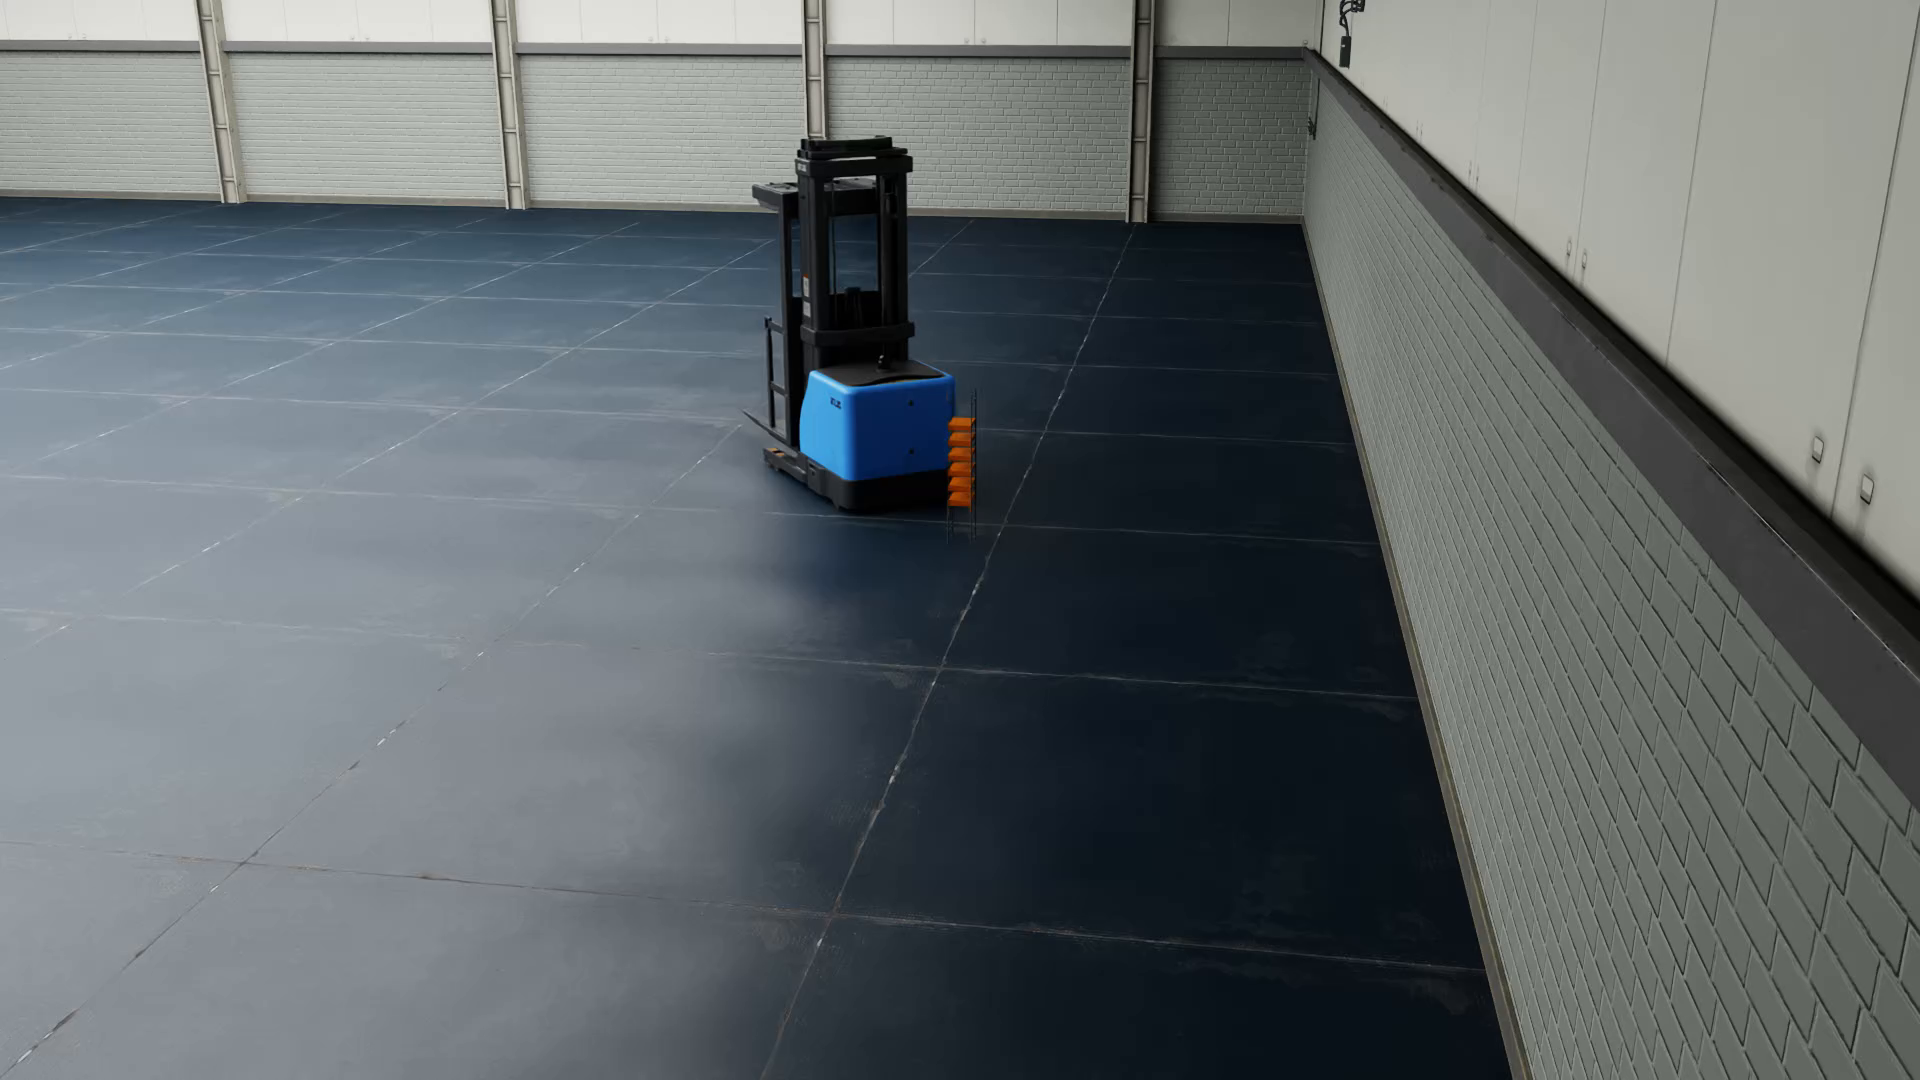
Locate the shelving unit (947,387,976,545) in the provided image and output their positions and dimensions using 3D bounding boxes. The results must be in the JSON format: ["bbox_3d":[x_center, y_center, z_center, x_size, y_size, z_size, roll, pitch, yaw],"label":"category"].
[{"bbox_3d":[0.014,-0.568,12.878,0.189,1.200,0.258,3,19,9],"label":"shelving unit"}]

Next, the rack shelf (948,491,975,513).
[{"bbox_3d":[0.014,-0.299,12.968,0.180,0.103,0.258,3,19,9],"label":"rack shelf"}]

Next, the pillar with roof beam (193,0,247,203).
[{"bbox_3d":[-15.201,-9.685,27.834,0.400,9.000,9.100,3,19,9],"label":"pillar with roof beam"}]

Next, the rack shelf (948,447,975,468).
[{"bbox_3d":[0.014,-0.640,12.854,0.180,0.103,0.258,3,19,9],"label":"rack shelf"}]

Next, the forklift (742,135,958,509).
[{"bbox_3d":[-1.130,-2.064,14.619,1.130,2.935,3.031,-9,21,-25],"label":"forklift"}]

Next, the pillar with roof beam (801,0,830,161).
[{"bbox_3d":[-3.353,-9.081,26.029,0.400,9.000,9.100,3,19,9],"label":"pillar with roof beam"}]

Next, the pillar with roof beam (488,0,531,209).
[{"bbox_3d":[-9.277,-9.383,26.932,0.400,9.000,9.100,3,19,9],"label":"pillar with roof beam"}]

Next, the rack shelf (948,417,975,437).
[{"bbox_3d":[0.014,-0.868,12.777,0.180,0.103,0.258,3,19,9],"label":"rack shelf"}]

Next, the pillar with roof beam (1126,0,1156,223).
[{"bbox_3d":[2.571,-8.779,25.127,0.400,9.000,9.100,3,19,9],"label":"pillar with roof beam"}]

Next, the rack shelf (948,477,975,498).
[{"bbox_3d":[0.014,-0.412,12.930,0.180,0.103,0.258,3,19,9],"label":"rack shelf"}]

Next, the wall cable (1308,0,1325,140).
[{"bbox_3d":[5.953,-8.093,27.969,0.112,2.526,3.097,3,19,9],"label":"wall cable"}]

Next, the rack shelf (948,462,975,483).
[{"bbox_3d":[0.014,-0.526,12.892,0.180,0.103,0.258,3,19,9],"label":"rack shelf"}]

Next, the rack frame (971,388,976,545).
[{"bbox_3d":[0.105,-0.564,12.864,0.006,1.200,0.240,3,19,9],"label":"rack frame"}]

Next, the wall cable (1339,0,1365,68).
[{"bbox_3d":[4.432,-8.205,18.050,0.169,6.003,2.305,3,19,9],"label":"wall cable"}]

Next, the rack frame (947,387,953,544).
[{"bbox_3d":[-0.076,-0.573,12.891,0.006,1.200,0.240,3,19,9],"label":"rack frame"}]

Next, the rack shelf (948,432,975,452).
[{"bbox_3d":[0.014,-0.754,12.816,0.180,0.103,0.258,3,19,9],"label":"rack shelf"}]
